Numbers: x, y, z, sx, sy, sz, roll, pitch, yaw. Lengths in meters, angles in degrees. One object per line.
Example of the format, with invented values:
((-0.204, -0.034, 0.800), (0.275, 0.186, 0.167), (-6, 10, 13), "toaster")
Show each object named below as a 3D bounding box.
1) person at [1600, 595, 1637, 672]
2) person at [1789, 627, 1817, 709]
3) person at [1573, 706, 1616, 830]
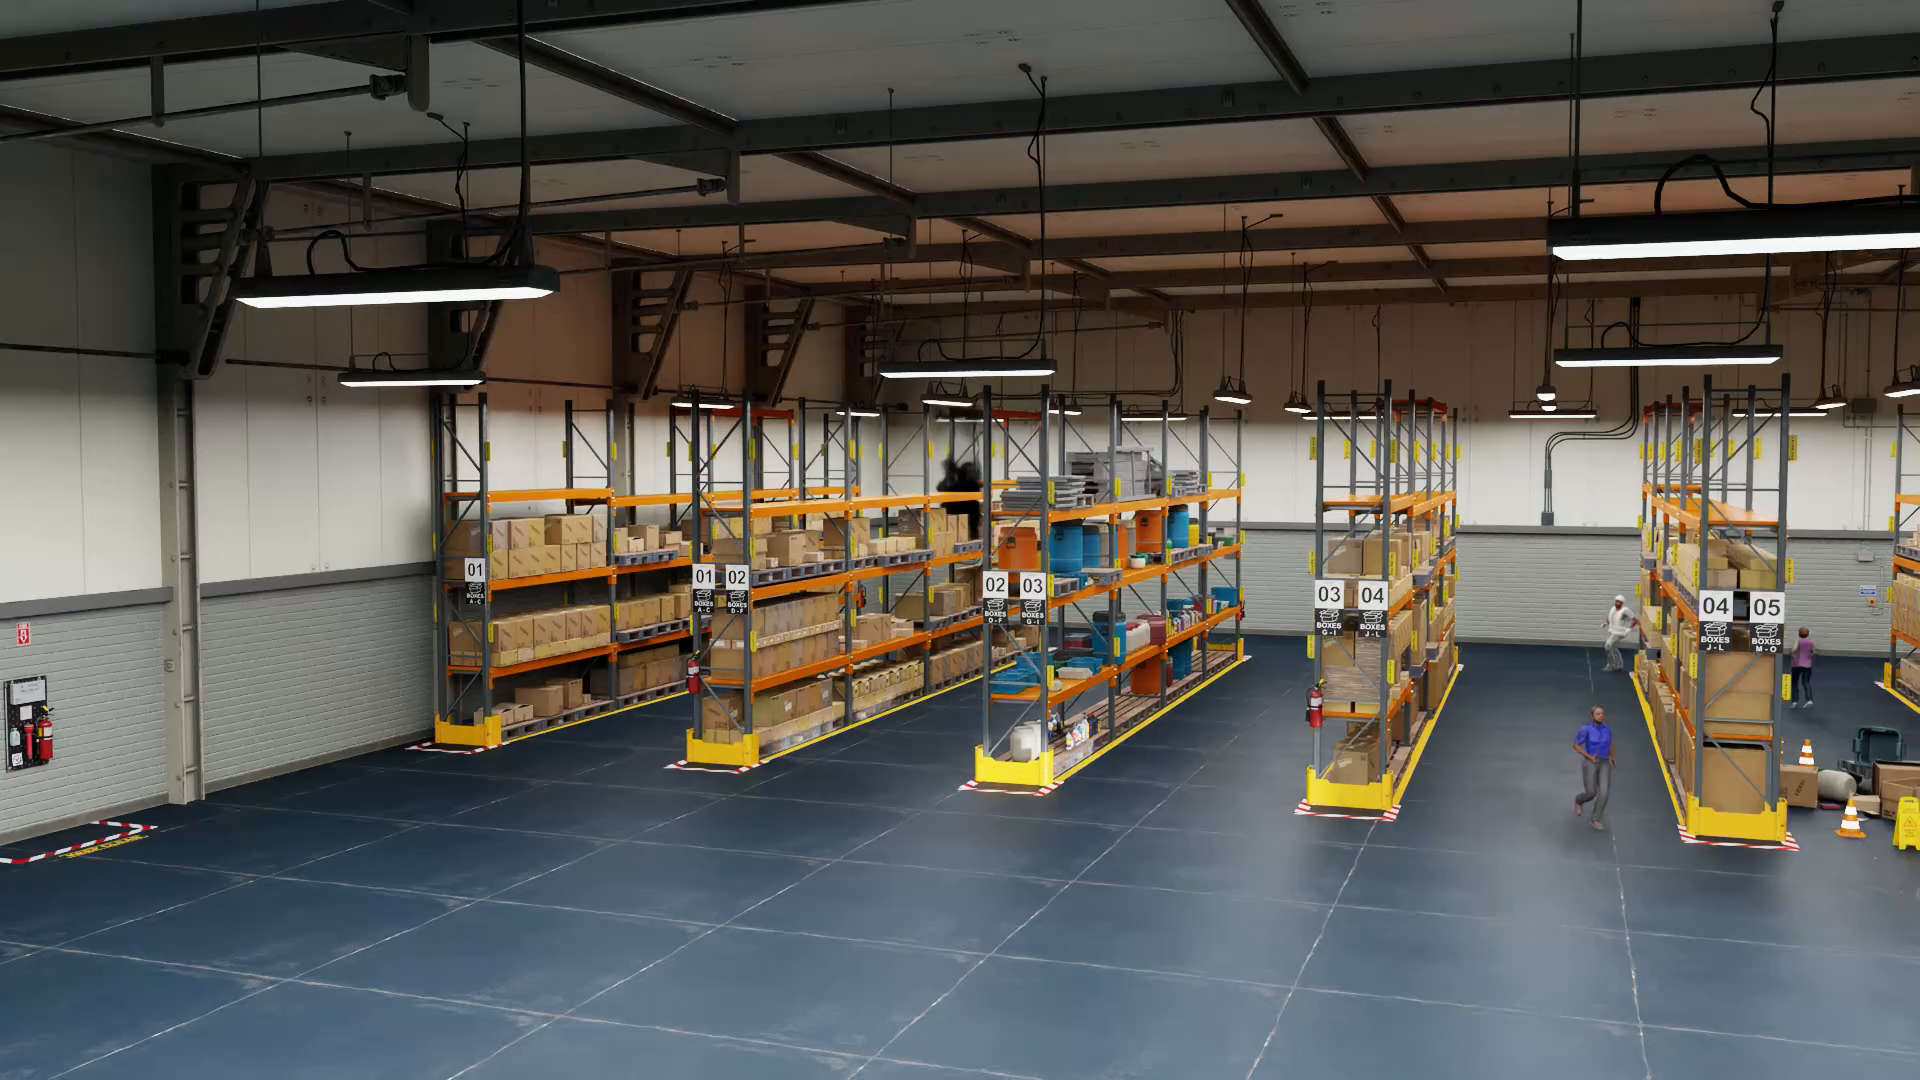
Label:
((14.888, 2.134, 37.667), (0.671, 1.783, 0.734), (-1, 3, -12), "person")
((16.251, 2.495, 32.061), (0.529, 1.617, 0.810), (0, 3, 8), "person")
((8.481, 3.016, 22.211), (0.581, 1.616, 0.631), (0, 3, -8), "person")
